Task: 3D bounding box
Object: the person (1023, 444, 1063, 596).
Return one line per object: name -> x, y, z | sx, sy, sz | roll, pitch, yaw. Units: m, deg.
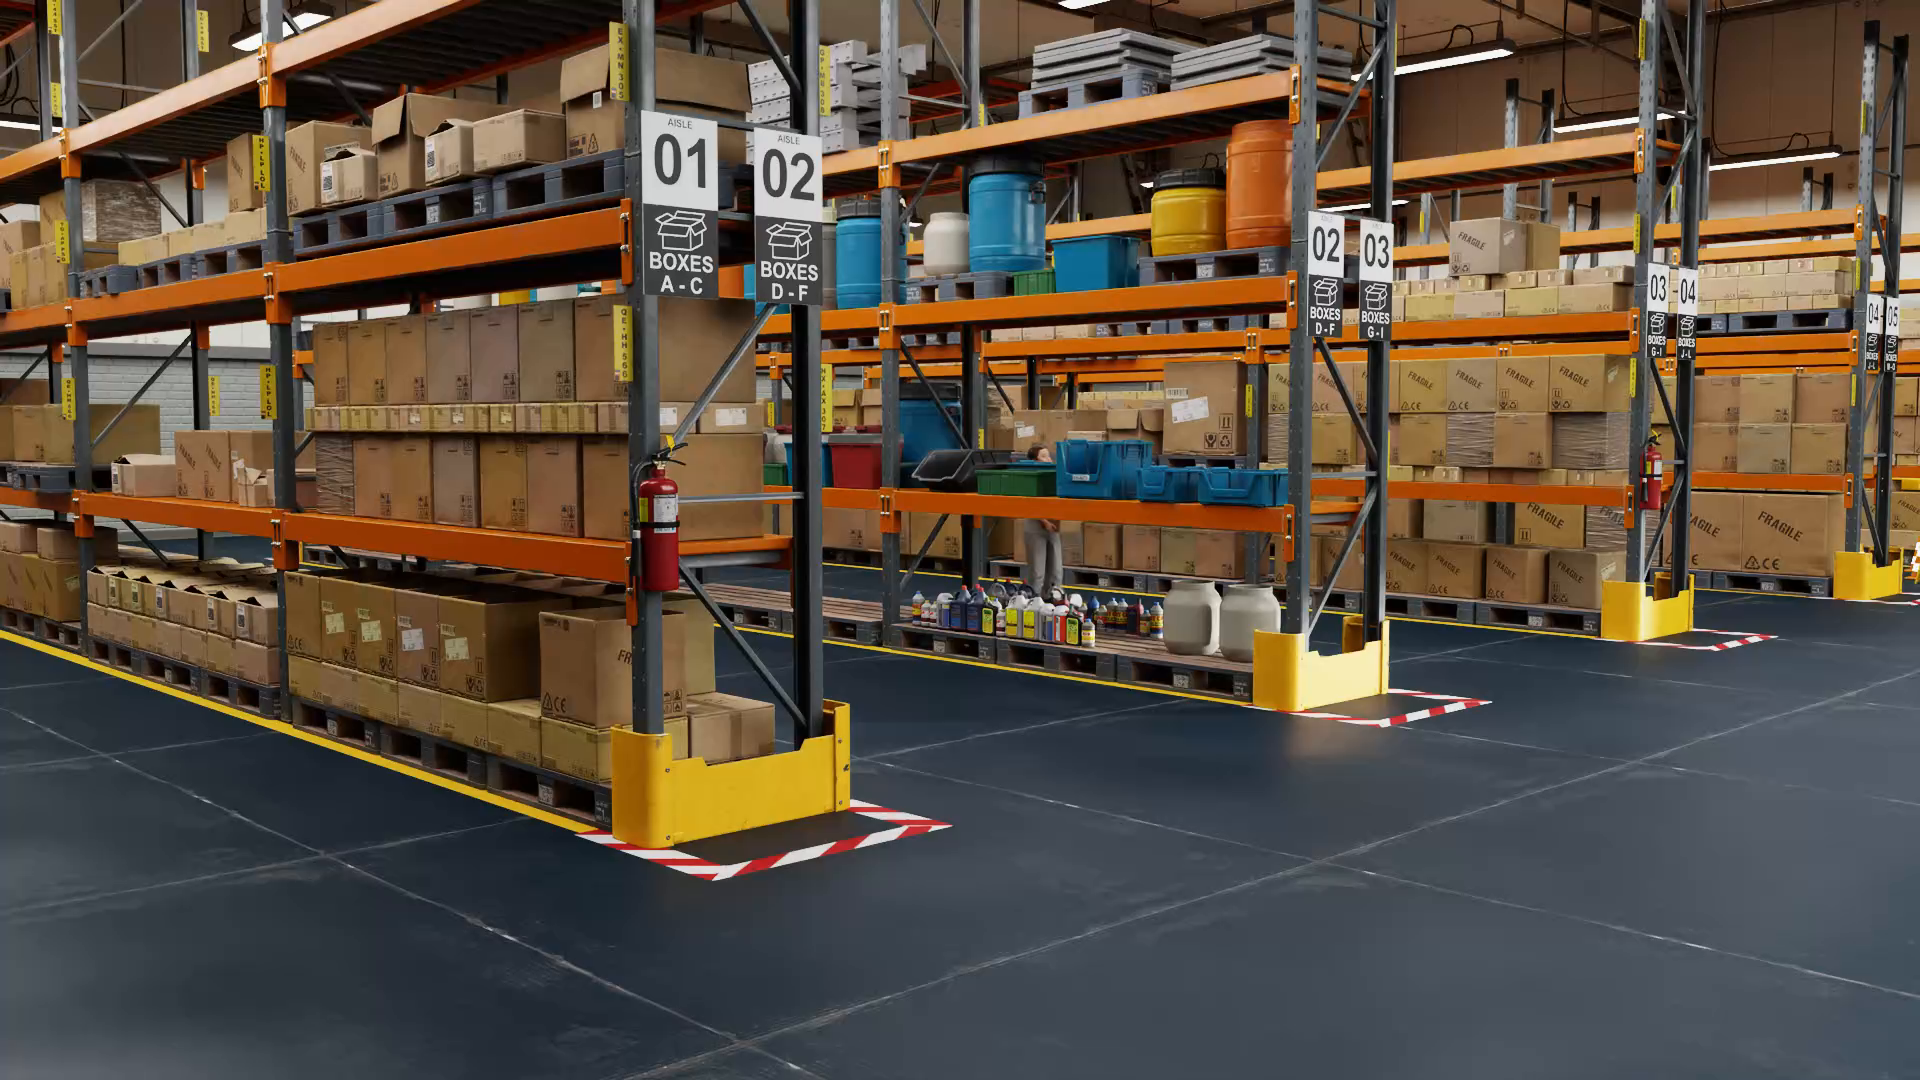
person -> 0.793, -0.036, 15.096 | 0.438, 1.662, 0.559 | -3, 5, -39
